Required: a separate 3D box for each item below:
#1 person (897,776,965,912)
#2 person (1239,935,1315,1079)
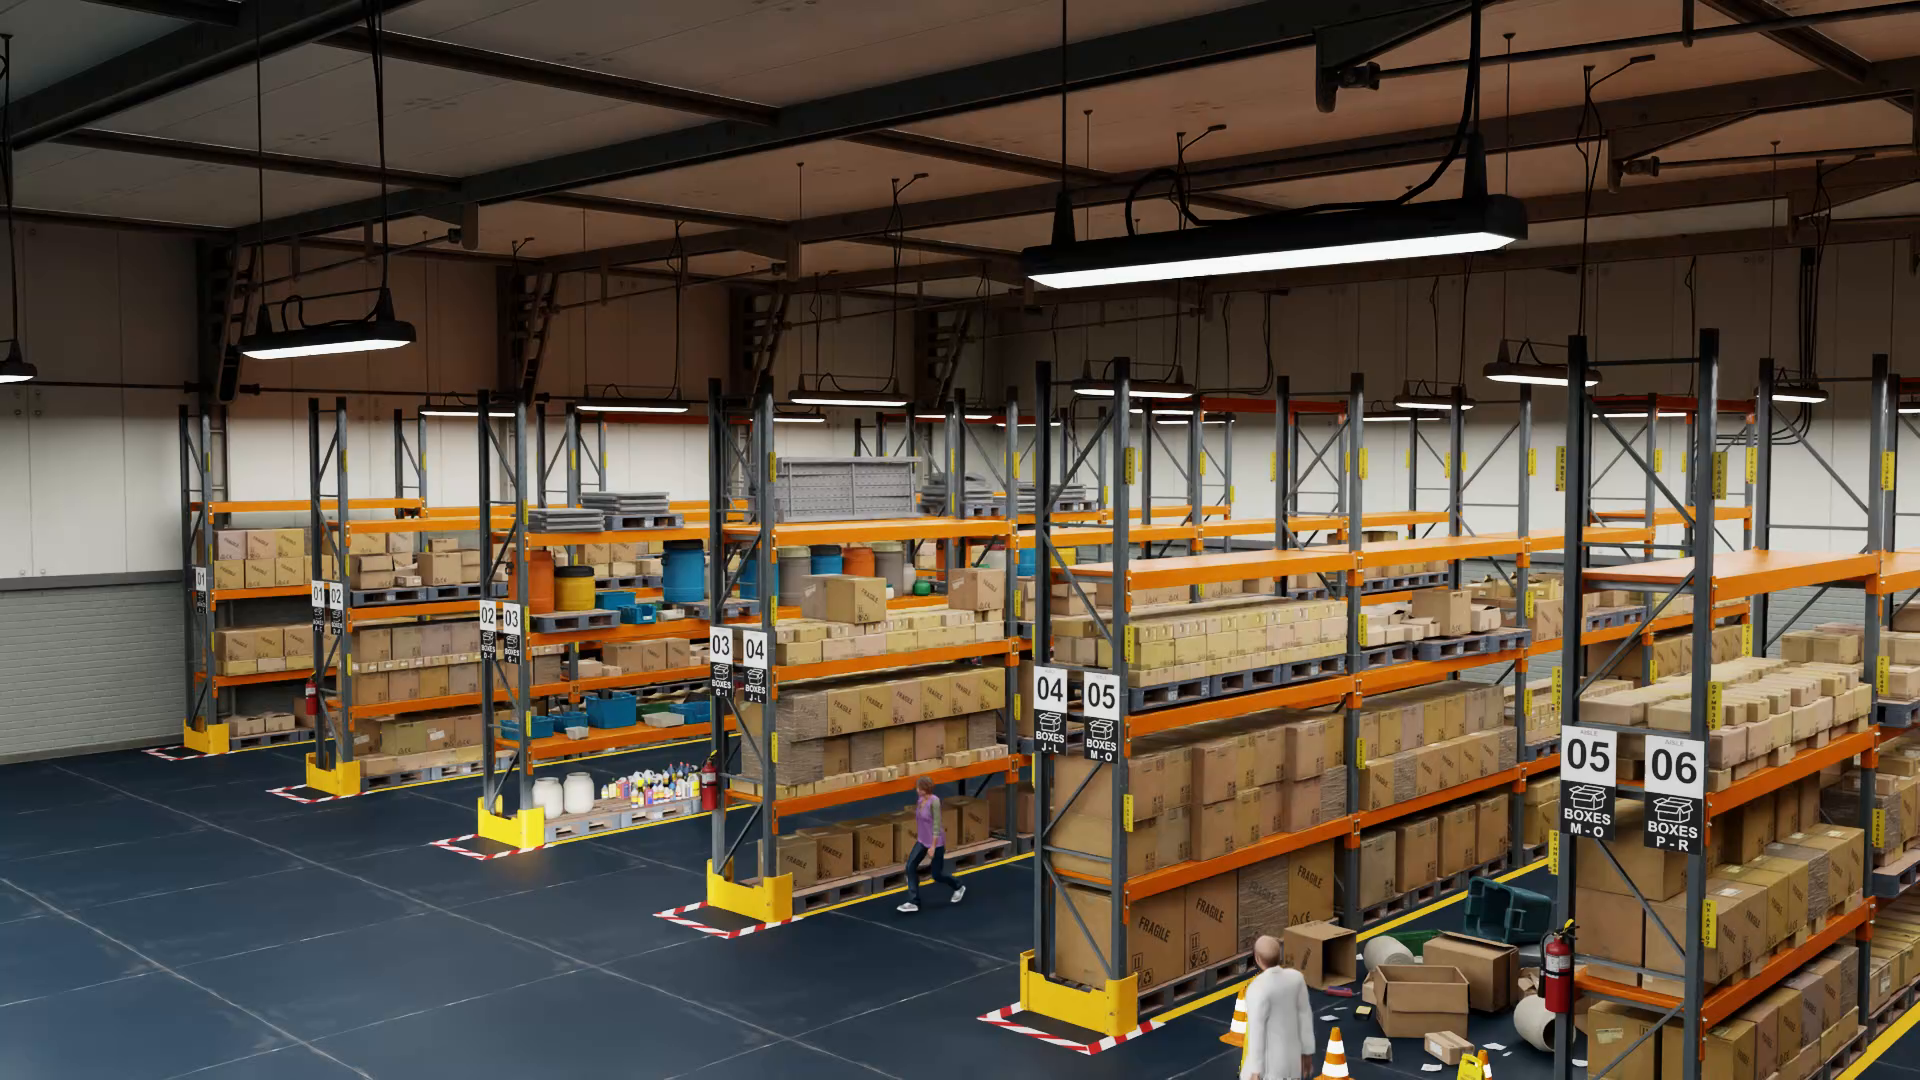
[{"bbox_3d":[-0.339,3.414,18.832,0.911,1.500,0.407,-2,4,-39],"label":"person"},{"bbox_3d":[2.260,3.660,11.628,0.591,1.758,0.841,-3,4,-41],"label":"person"}]
